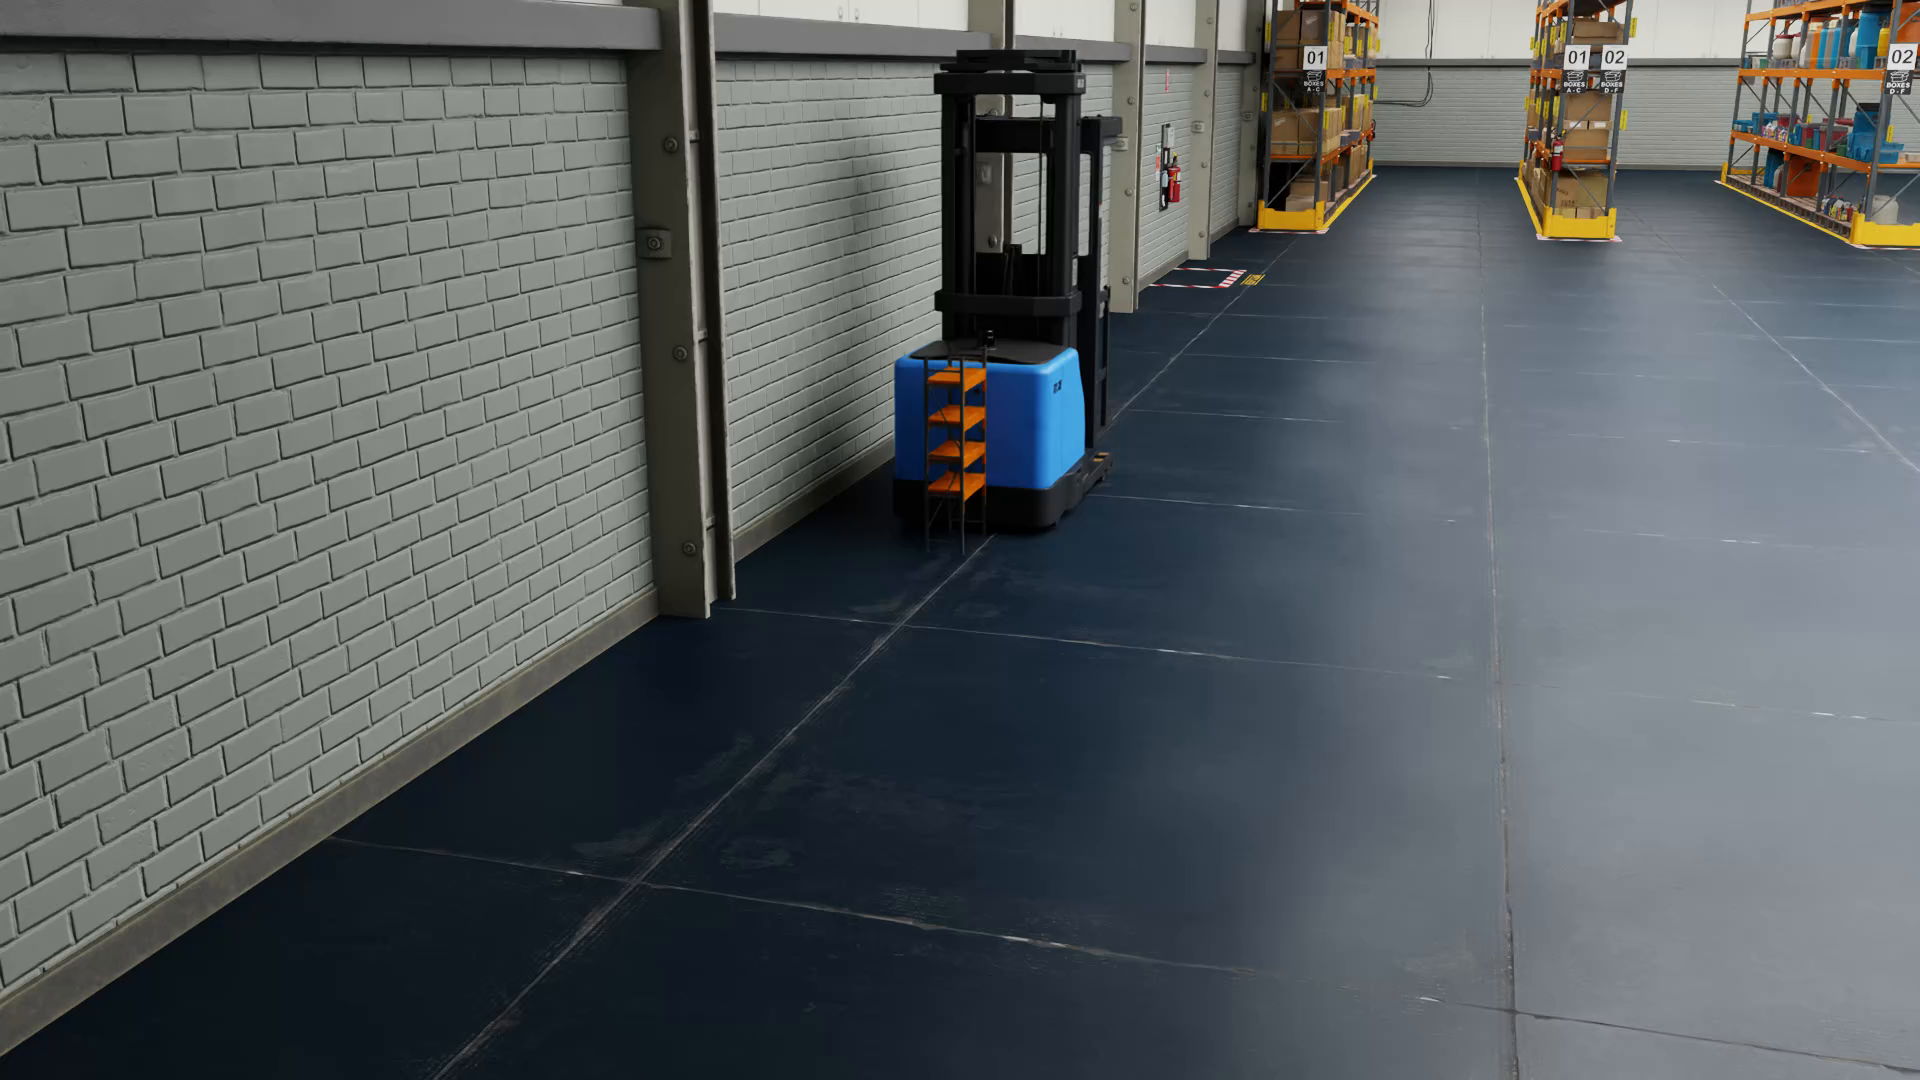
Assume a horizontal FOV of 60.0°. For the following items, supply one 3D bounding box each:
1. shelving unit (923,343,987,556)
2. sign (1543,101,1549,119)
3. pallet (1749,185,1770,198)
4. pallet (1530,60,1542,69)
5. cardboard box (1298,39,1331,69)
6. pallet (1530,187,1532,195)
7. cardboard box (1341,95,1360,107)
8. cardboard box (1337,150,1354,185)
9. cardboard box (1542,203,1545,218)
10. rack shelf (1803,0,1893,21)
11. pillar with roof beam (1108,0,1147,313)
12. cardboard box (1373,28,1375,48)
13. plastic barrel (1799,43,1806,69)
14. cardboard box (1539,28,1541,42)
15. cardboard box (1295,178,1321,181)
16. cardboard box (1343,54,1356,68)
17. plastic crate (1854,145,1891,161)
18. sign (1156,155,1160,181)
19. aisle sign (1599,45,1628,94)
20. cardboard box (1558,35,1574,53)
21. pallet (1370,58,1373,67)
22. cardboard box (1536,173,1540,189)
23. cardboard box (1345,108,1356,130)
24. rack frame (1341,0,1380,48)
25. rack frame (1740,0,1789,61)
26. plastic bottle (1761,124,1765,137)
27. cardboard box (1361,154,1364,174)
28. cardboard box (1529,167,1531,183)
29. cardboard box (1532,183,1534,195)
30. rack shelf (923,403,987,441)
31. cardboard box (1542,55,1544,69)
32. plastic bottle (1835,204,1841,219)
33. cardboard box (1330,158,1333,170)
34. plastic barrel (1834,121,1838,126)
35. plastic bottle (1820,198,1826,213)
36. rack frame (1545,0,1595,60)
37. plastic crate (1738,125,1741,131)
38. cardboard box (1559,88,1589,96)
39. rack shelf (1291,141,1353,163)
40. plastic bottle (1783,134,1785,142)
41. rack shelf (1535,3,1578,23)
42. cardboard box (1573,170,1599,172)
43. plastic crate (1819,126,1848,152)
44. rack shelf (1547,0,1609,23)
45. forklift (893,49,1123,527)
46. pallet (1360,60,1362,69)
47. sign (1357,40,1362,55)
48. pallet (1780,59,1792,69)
[{"bbox_3d":[-0.026,-0.553,10.082,0.258,1.200,0.503,5,16,16],"label":"shelving unit"},{"bbox_3d":[11.371,-8.338,32.254,0.100,0.325,0.005,5,16,16],"label":"sign"},{"bbox_3d":[18.657,-7.948,37.963,1.003,0.211,1.213,5,16,16],"label":"pallet"},{"bbox_3d":[13.915,-11.060,38.675,1.213,0.211,1.003,5,16,16],"label":"pallet"},{"bbox_3d":[6.342,-8.686,29.737,0.500,0.500,0.500,5,17,17],"label":"cardboard box"},{"bbox_3d":[13.628,-7.995,38.132,1.003,0.211,1.213,5,16,16],"label":"pallet"},{"bbox_3d":[9.086,-10.276,38.922,0.500,0.250,0.500,4,16,15],"label":"cardboard box"},{"bbox_3d":[8.615,-8.560,38.181,0.750,0.750,0.750,4,16,15],"label":"cardboard box"},{"bbox_3d":[10.757,-5.908,29.930,0.500,0.250,0.500,5,16,16],"label":"cardboard box"},{"bbox_3d":[17.211,-10.266,32.083,1.077,0.370,4.000,5,16,16],"label":"rack shelf"},{"bbox_3d":[6.094,-6.780,17.741,9.100,9.000,0.400,5,16,16],"label":"pillar with roof beam"},{"bbox_3d":[10.315,-12.805,42.427,0.500,0.500,0.500,4,16,13],"label":"cardboard box"},{"bbox_3d":[17.397,-9.881,33.966,0.421,0.512,0.421,0,16,0],"label":"plastic barrel"},{"bbox_3d":[14.951,-12.632,41.855,0.700,0.500,0.500,5,16,16],"label":"cardboard box"},{"bbox_3d":[6.887,-6.898,32.925,0.500,0.500,0.500,3,16,12],"label":"cardboard box"},{"bbox_3d":[8.335,-10.410,36.164,0.500,0.311,0.500,5,16,16],"label":"cardboard box"},{"bbox_3d":[15.551,-6.601,28.376,0.499,0.251,0.408,5,16,16],"label":"plastic crate"},{"bbox_3d":[2.677,-5.034,22.515,0.001,0.329,0.234,5,16,16],"label":"sign"},{"bbox_3d":[11.033,-7.943,28.073,0.394,0.787,0.004,5,16,16],"label":"aisle sign"},{"bbox_3d":[10.990,-8.870,29.746,0.500,0.311,0.500,7,17,22],"label":"cardboard box"},{"bbox_3d":[10.008,-12.188,42.468,1.003,0.211,1.213,5,16,16],"label":"pallet"},{"bbox_3d":[12.020,-7.324,33.896,0.500,0.311,0.500,5,16,16],"label":"cardboard box"},{"bbox_3d":[8.664,-9.518,37.623,0.500,0.500,0.500,5,17,18],"label":"cardboard box"},{"bbox_3d":[10.554,-14.189,43.863,1.000,3.000,0.127,5,16,16],"label":"rack frame"},{"bbox_3d":[20.053,-13.421,41.154,1.000,3.000,0.127,5,16,16],"label":"rack frame"},{"bbox_3d":[18.403,-9.369,38.077,0.061,0.283,0.133,5,16,16],"label":"plastic bottle"},{"bbox_3d":[10.022,-9.709,42.872,0.700,0.500,0.500,5,17,17],"label":"cardboard box"},{"bbox_3d":[13.656,-8.634,39.047,0.500,0.500,0.500,5,17,17],"label":"cardboard box"},{"bbox_3d":[12.459,-7.460,35.402,0.500,0.250,0.500,4,16,14],"label":"cardboard box"},{"bbox_3d":[-0.026,-0.704,10.039,0.258,0.148,0.480,5,16,16],"label":"rack shelf"},{"bbox_3d":[13.415,-10.704,36.890,0.910,0.500,0.500,5,16,16],"label":"cardboard box"},{"bbox_3d":[15.745,-5.864,29.693,0.152,0.276,0.135,4,16,14],"label":"plastic bottle"},{"bbox_3d":[7.762,-8.108,35.818,0.500,0.250,0.500,5,16,16],"label":"cardboard box"},{"bbox_3d":[17.572,-8.099,33.182,0.421,0.512,0.421,0,16,0],"label":"plastic barrel"},{"bbox_3d":[16.132,-6.245,31.042,0.097,0.271,0.097,0,16,0],"label":"plastic bottle"},{"bbox_3d":[13.031,-11.713,35.133,1.000,3.000,0.127,5,16,16],"label":"rack frame"},{"bbox_3d":[19.303,-10.142,40.964,0.250,0.136,0.298,5,16,16],"label":"plastic crate"},{"bbox_3d":[11.774,-8.336,31.660,0.700,0.500,0.500,5,17,16],"label":"cardboard box"},{"bbox_3d":[7.712,-8.340,35.556,1.077,0.370,4.000,5,16,16],"label":"rack shelf"},{"bbox_3d":[17.601,-8.574,35.425,0.097,0.201,0.097,0,16,0],"label":"plastic bottle"},{"bbox_3d":[14.736,-12.935,40.766,1.077,0.370,4.000,5,16,16],"label":"rack shelf"},{"bbox_3d":[11.819,-6.752,31.532,0.500,0.500,0.500,5,16,16],"label":"cardboard box"},{"bbox_3d":[16.487,-7.576,31.426,0.402,0.464,0.583,5,16,16],"label":"plastic crate"},{"bbox_3d":[12.463,-10.651,33.441,1.077,0.370,4.000,5,16,16],"label":"rack shelf"},{"bbox_3d":[0.481,-1.852,11.487,1.130,2.935,3.031,5,16,16],"label":"forklift"},{"bbox_3d":[8.413,-10.734,37.527,1.213,0.211,1.003,5,17,18],"label":"pallet"},{"bbox_3d":[8.800,-10.859,36.672,0.100,0.325,0.005,5,16,16],"label":"sign"},{"bbox_3d":[18.467,-10.331,36.103,1.003,0.211,1.213,5,16,16],"label":"pallet"}]
